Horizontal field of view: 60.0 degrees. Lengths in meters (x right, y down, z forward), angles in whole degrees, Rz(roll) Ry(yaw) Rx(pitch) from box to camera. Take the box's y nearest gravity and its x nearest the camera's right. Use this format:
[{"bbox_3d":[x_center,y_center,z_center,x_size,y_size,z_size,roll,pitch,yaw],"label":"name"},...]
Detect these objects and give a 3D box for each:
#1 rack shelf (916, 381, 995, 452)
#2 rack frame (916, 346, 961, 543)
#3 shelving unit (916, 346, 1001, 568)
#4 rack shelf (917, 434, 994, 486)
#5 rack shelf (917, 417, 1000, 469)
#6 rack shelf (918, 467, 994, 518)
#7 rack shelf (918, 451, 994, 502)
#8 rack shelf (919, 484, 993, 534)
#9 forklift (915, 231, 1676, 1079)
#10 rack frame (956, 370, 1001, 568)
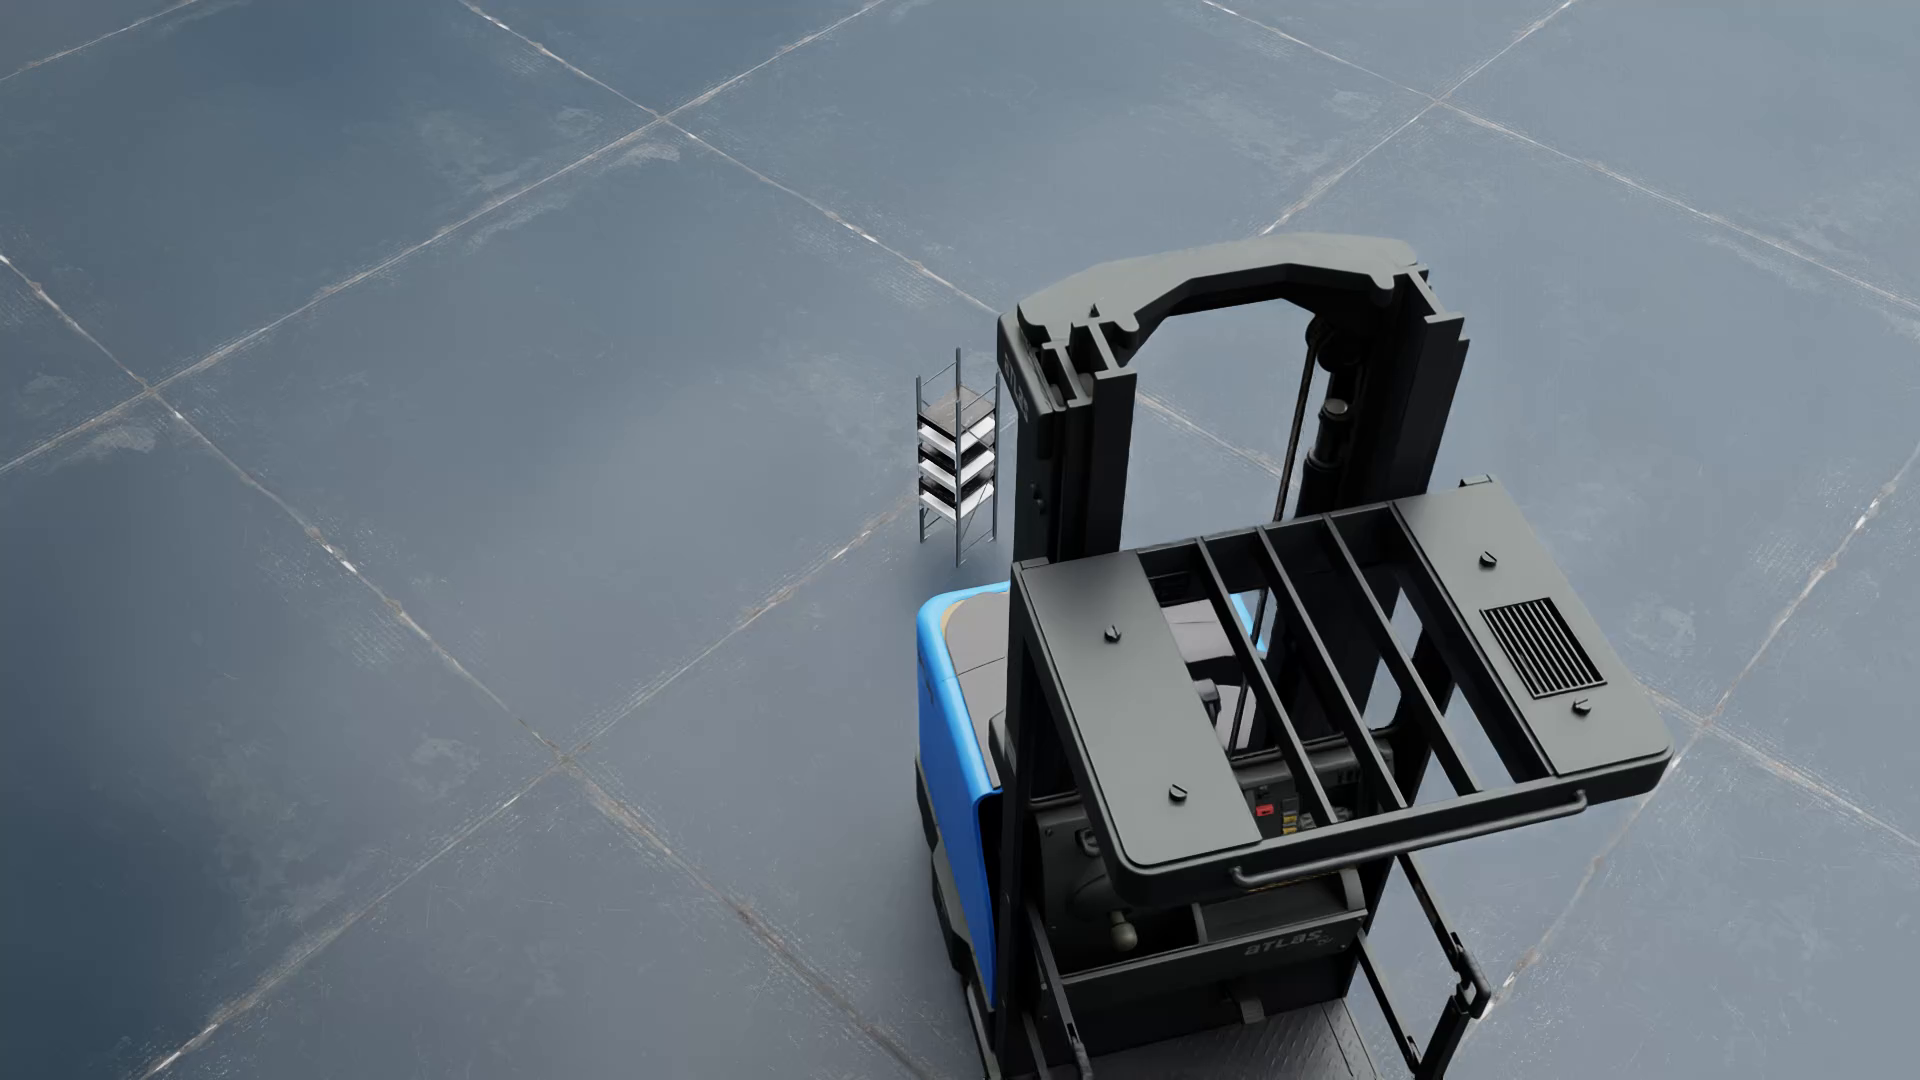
[{"bbox_3d":[-0.006,-0.474,6.362,0.200,0.077,0.258,34,55,28],"label":"rack shelf"},{"bbox_3d":[-0.081,-0.362,6.581,0.006,0.900,0.240,34,55,28],"label":"rack frame"},{"bbox_3d":[-0.006,-0.312,6.534,0.210,0.900,0.258,34,55,28],"label":"shelving unit"},{"bbox_3d":[-0.006,-0.351,6.493,0.200,0.077,0.258,34,55,28],"label":"rack shelf"},{"bbox_3d":[-0.006,-0.412,6.427,0.200,0.077,0.258,34,55,28],"label":"rack shelf"},{"bbox_3d":[-0.006,-0.228,6.624,0.200,0.077,0.258,34,55,28],"label":"rack shelf"},{"bbox_3d":[-0.006,-0.289,6.559,0.200,0.077,0.258,34,55,28],"label":"rack shelf"},{"bbox_3d":[-0.006,-0.166,6.690,0.200,0.077,0.258,34,55,28],"label":"rack shelf"},{"bbox_3d":[0.703,0.870,4.031,1.130,2.935,3.031,-10,48,-10],"label":"forklift"},{"bbox_3d":[0.069,-0.262,6.487,0.006,0.900,0.240,34,55,28],"label":"rack frame"}]
